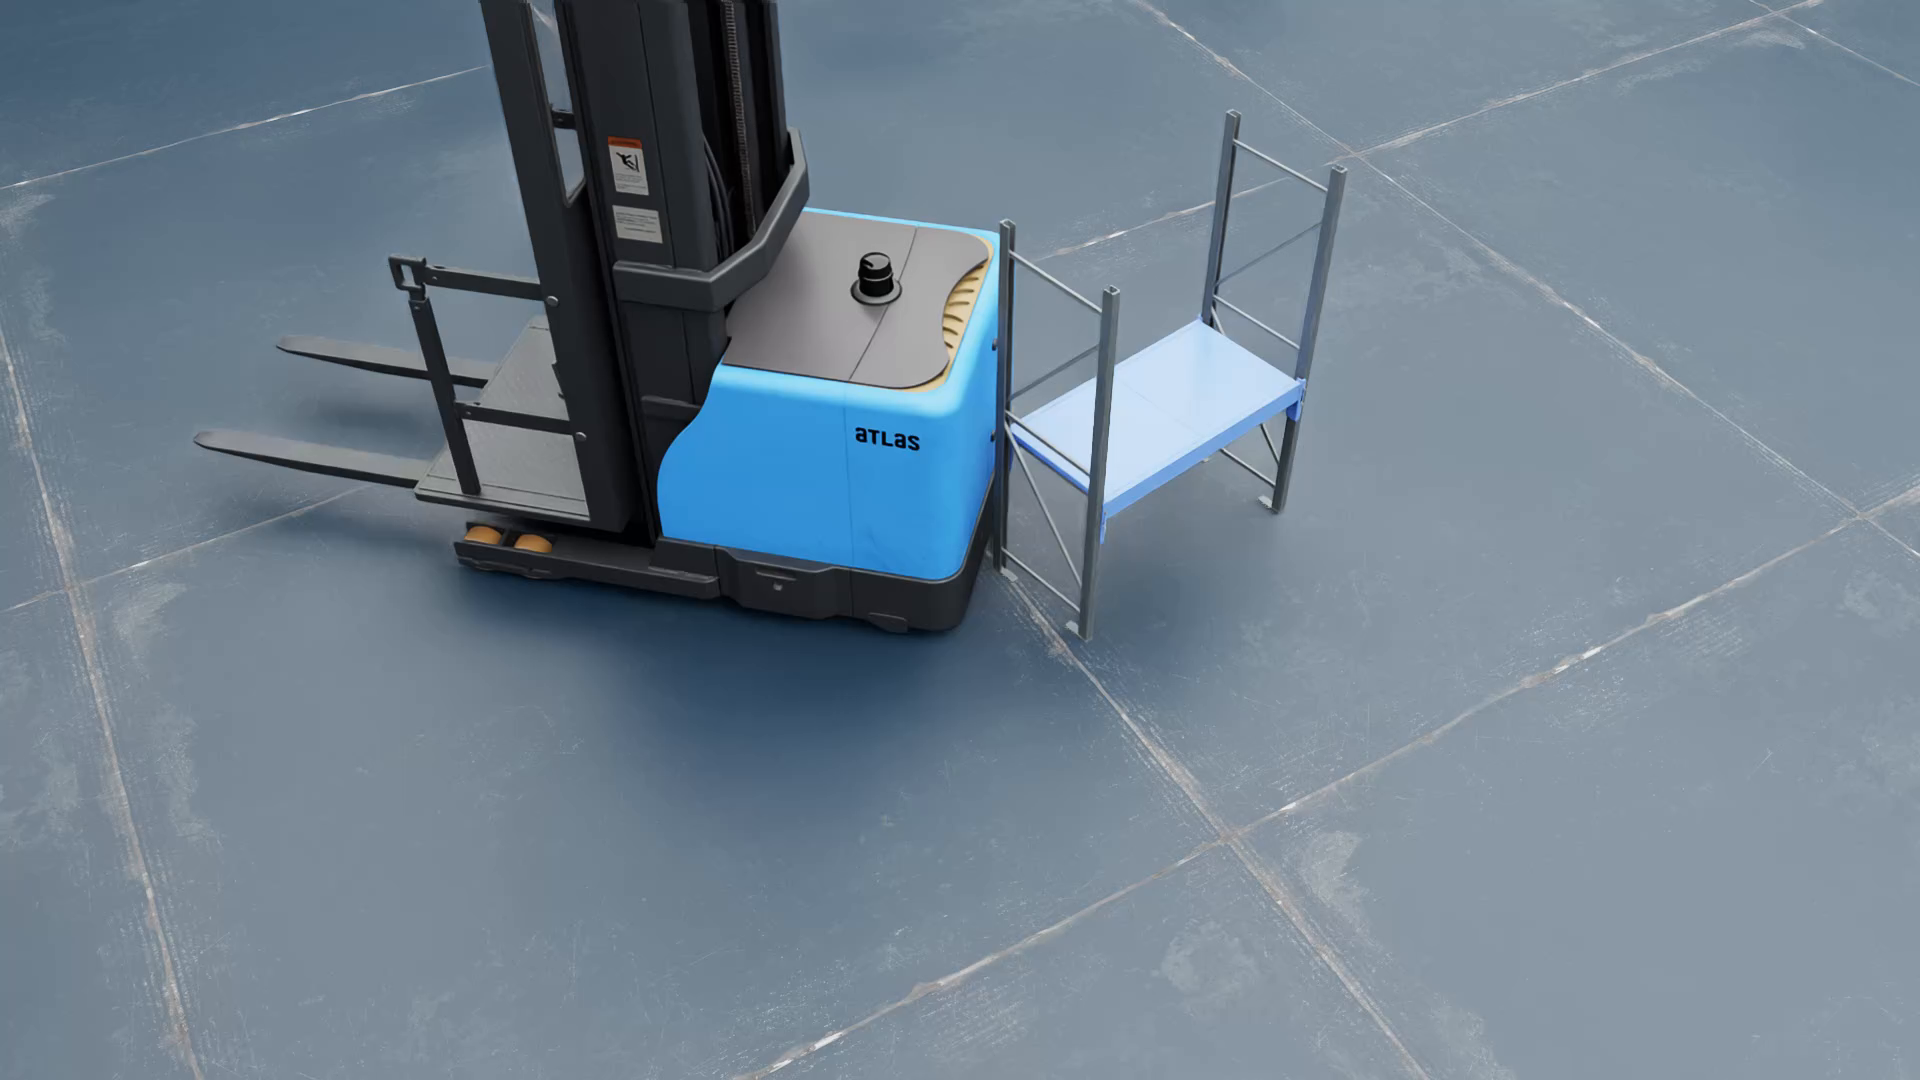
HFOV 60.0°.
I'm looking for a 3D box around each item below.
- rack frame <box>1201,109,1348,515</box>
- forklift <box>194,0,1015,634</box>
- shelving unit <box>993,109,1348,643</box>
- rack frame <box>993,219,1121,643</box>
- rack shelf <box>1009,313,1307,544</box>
[{"bbox_3d":[1.067,-0.773,5.969,0.032,1.500,0.500,-31,52,-28],"label":"rack frame"},{"bbox_3d":[-1.365,-1.259,5.442,3.031,2.935,1.130,9,45,9],"label":"forklift"},{"bbox_3d":[0.681,-0.542,5.732,1.048,1.500,0.538,-31,52,-28],"label":"shelving unit"},{"bbox_3d":[0.295,-0.312,5.494,0.032,1.500,0.500,-31,52,-28],"label":"rack frame"},{"bbox_3d":[0.681,-0.413,5.857,1.000,0.185,0.538,-31,52,-28],"label":"rack shelf"}]
